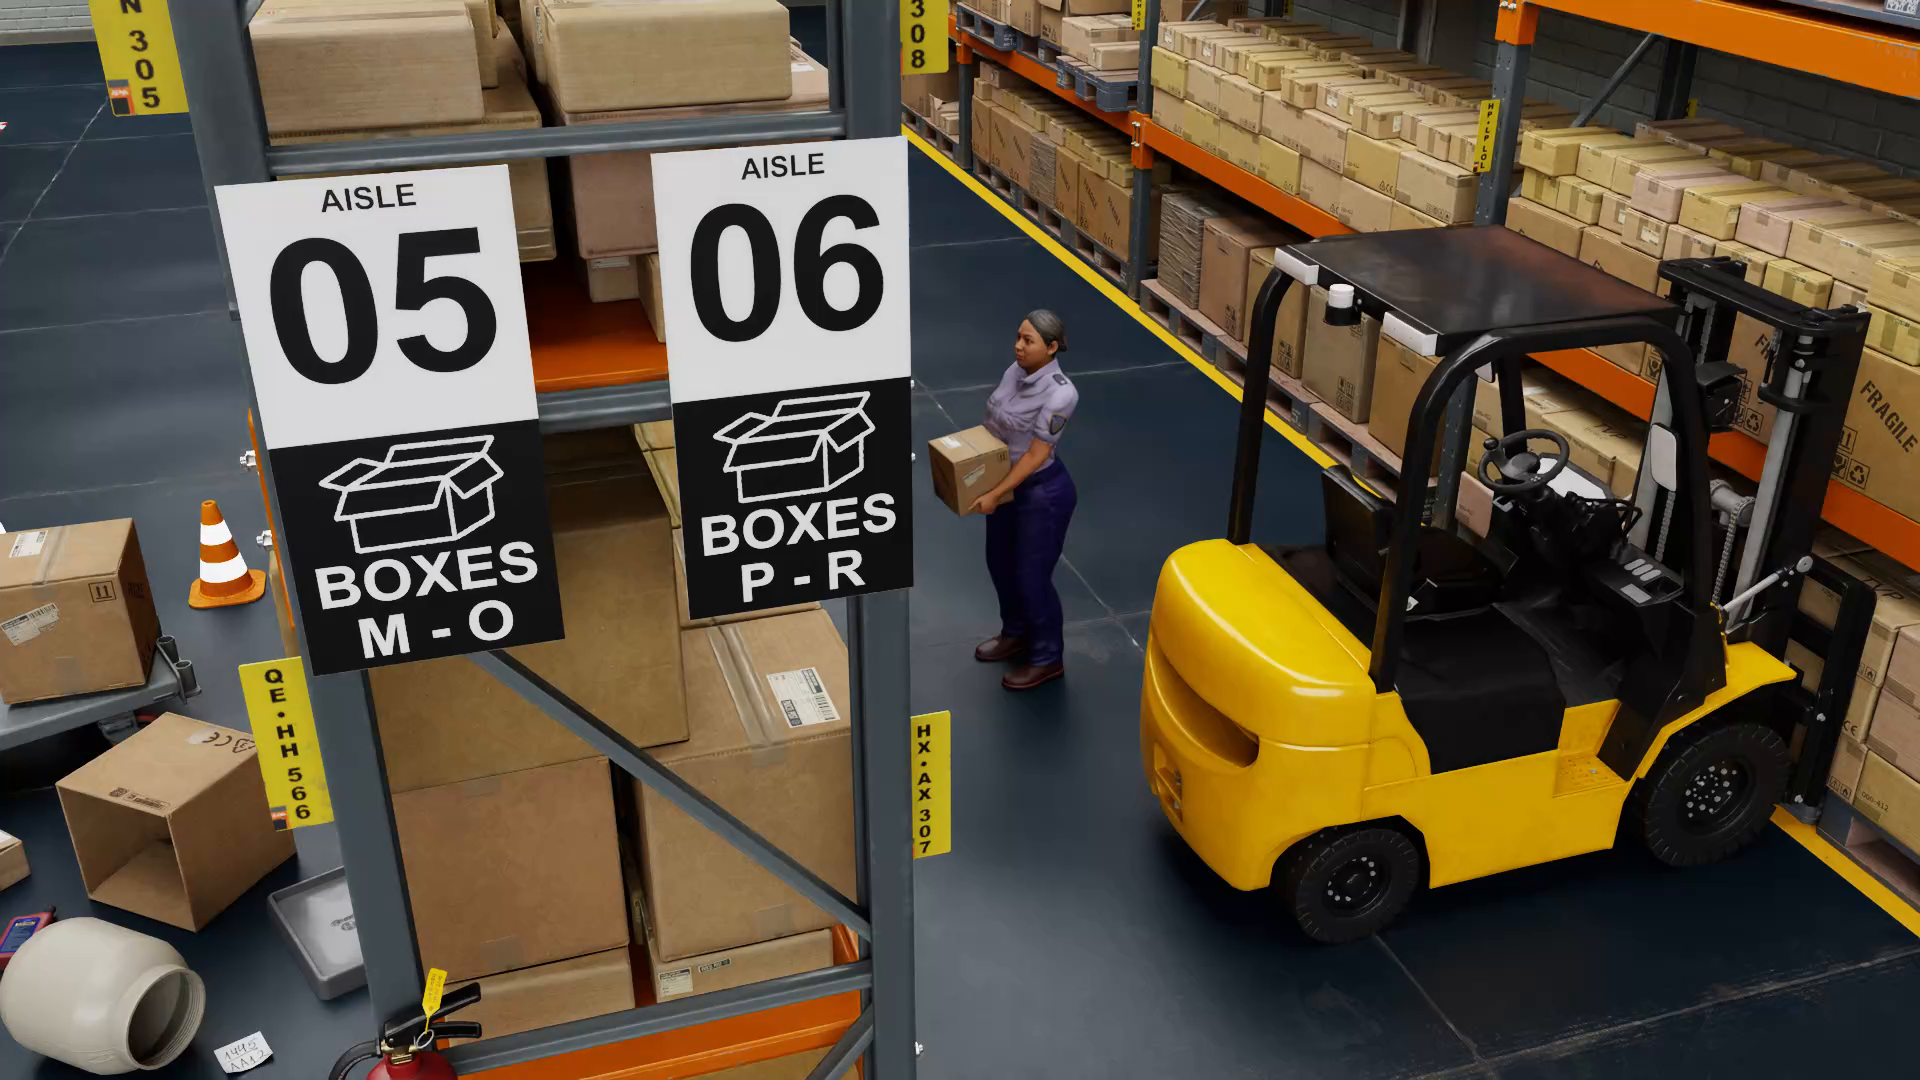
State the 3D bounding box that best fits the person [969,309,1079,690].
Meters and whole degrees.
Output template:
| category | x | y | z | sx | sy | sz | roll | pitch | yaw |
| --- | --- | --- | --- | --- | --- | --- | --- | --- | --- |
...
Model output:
| category | x | y | z | sx | sy | sz | roll | pitch | yaw |
| --- | --- | --- | --- | --- | --- | --- | --- | --- | --- |
| person | 0.213 | -0.158 | 6.980 | 0.516 | 1.625 | 0.451 | -12 | 29 | -22 |
